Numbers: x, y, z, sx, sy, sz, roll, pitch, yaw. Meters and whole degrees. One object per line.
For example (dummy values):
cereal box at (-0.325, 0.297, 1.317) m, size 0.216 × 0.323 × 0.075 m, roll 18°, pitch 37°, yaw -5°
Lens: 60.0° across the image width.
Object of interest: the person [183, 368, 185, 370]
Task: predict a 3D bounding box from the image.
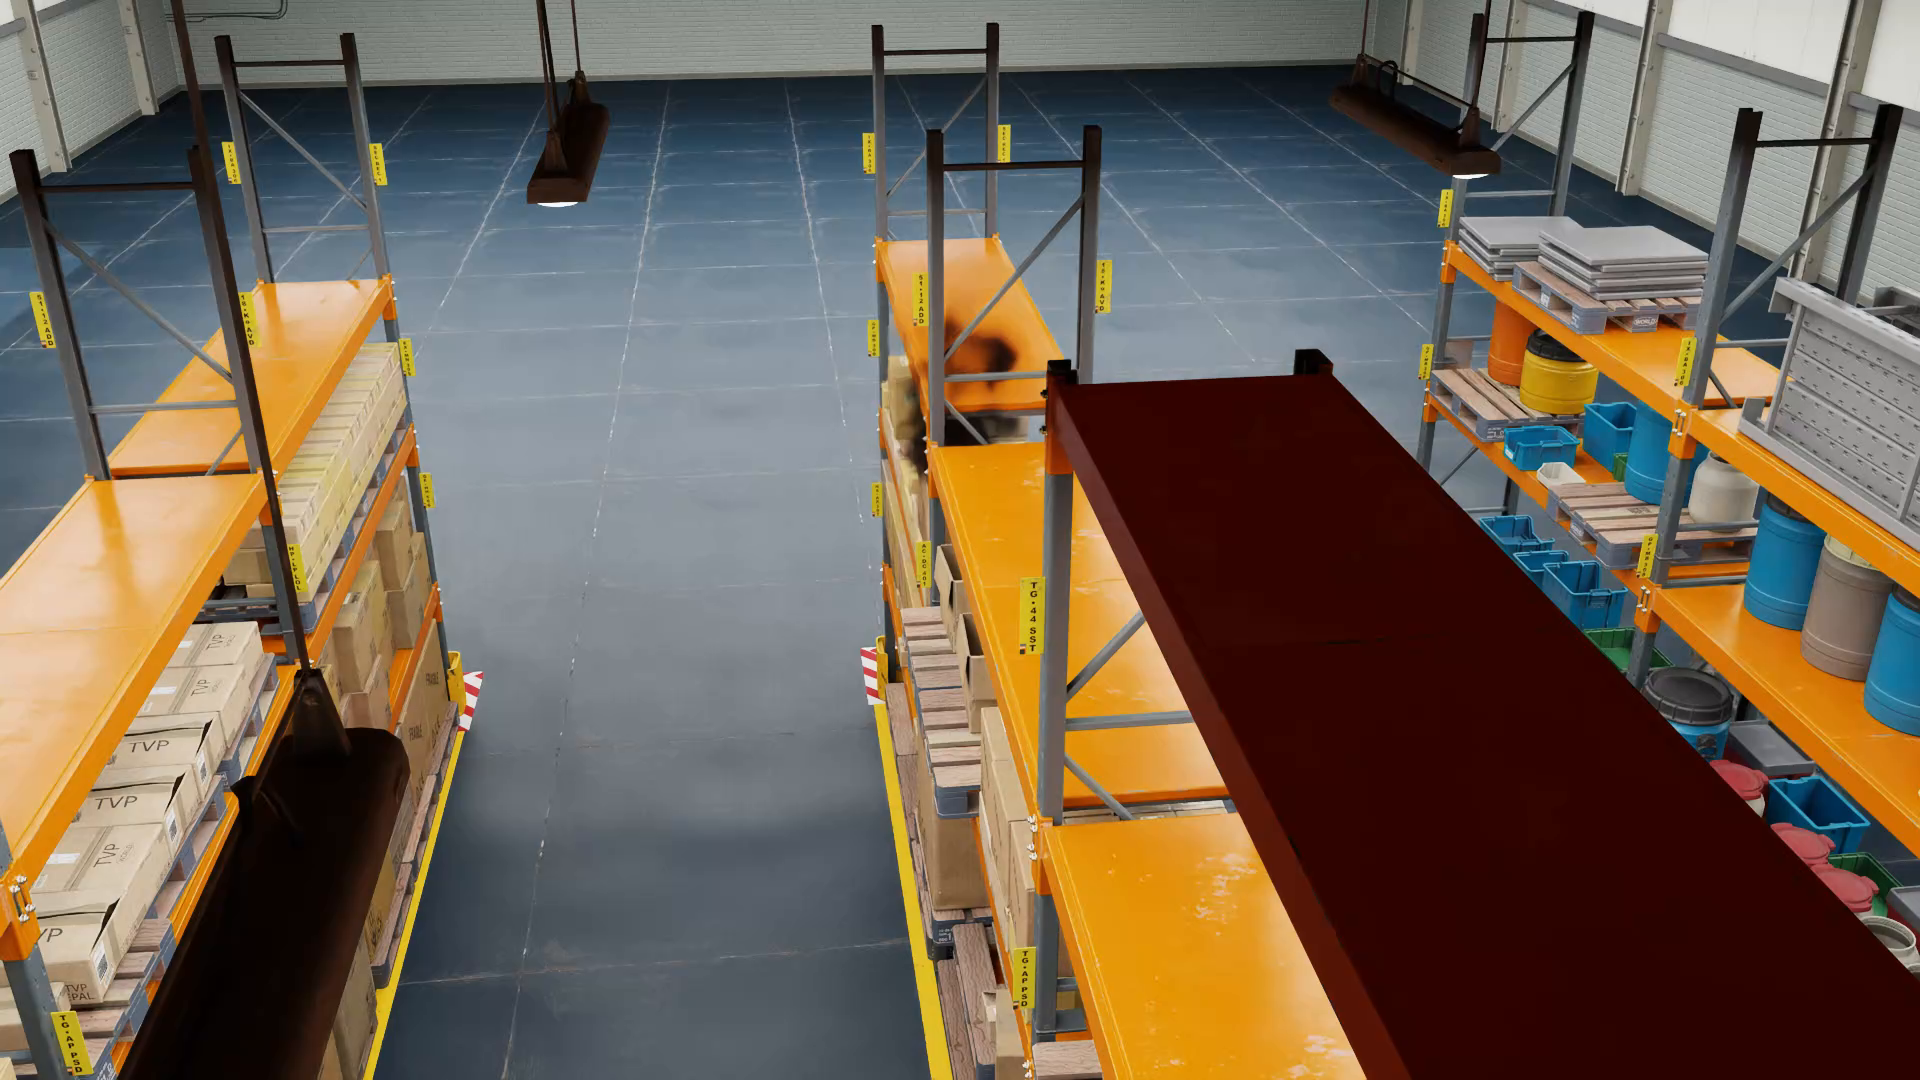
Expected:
person at (-8.558, -1.140, 18.950) m, size 0.767 × 1.743 × 0.600 m, roll 21°, pitch 32°, yaw 37°

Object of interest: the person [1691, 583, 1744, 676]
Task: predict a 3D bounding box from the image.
person at (6.662, 0.898, 14.713) m, size 0.577 × 1.679 × 0.682 m, roll -9°, pitch 27°, yaw -18°
